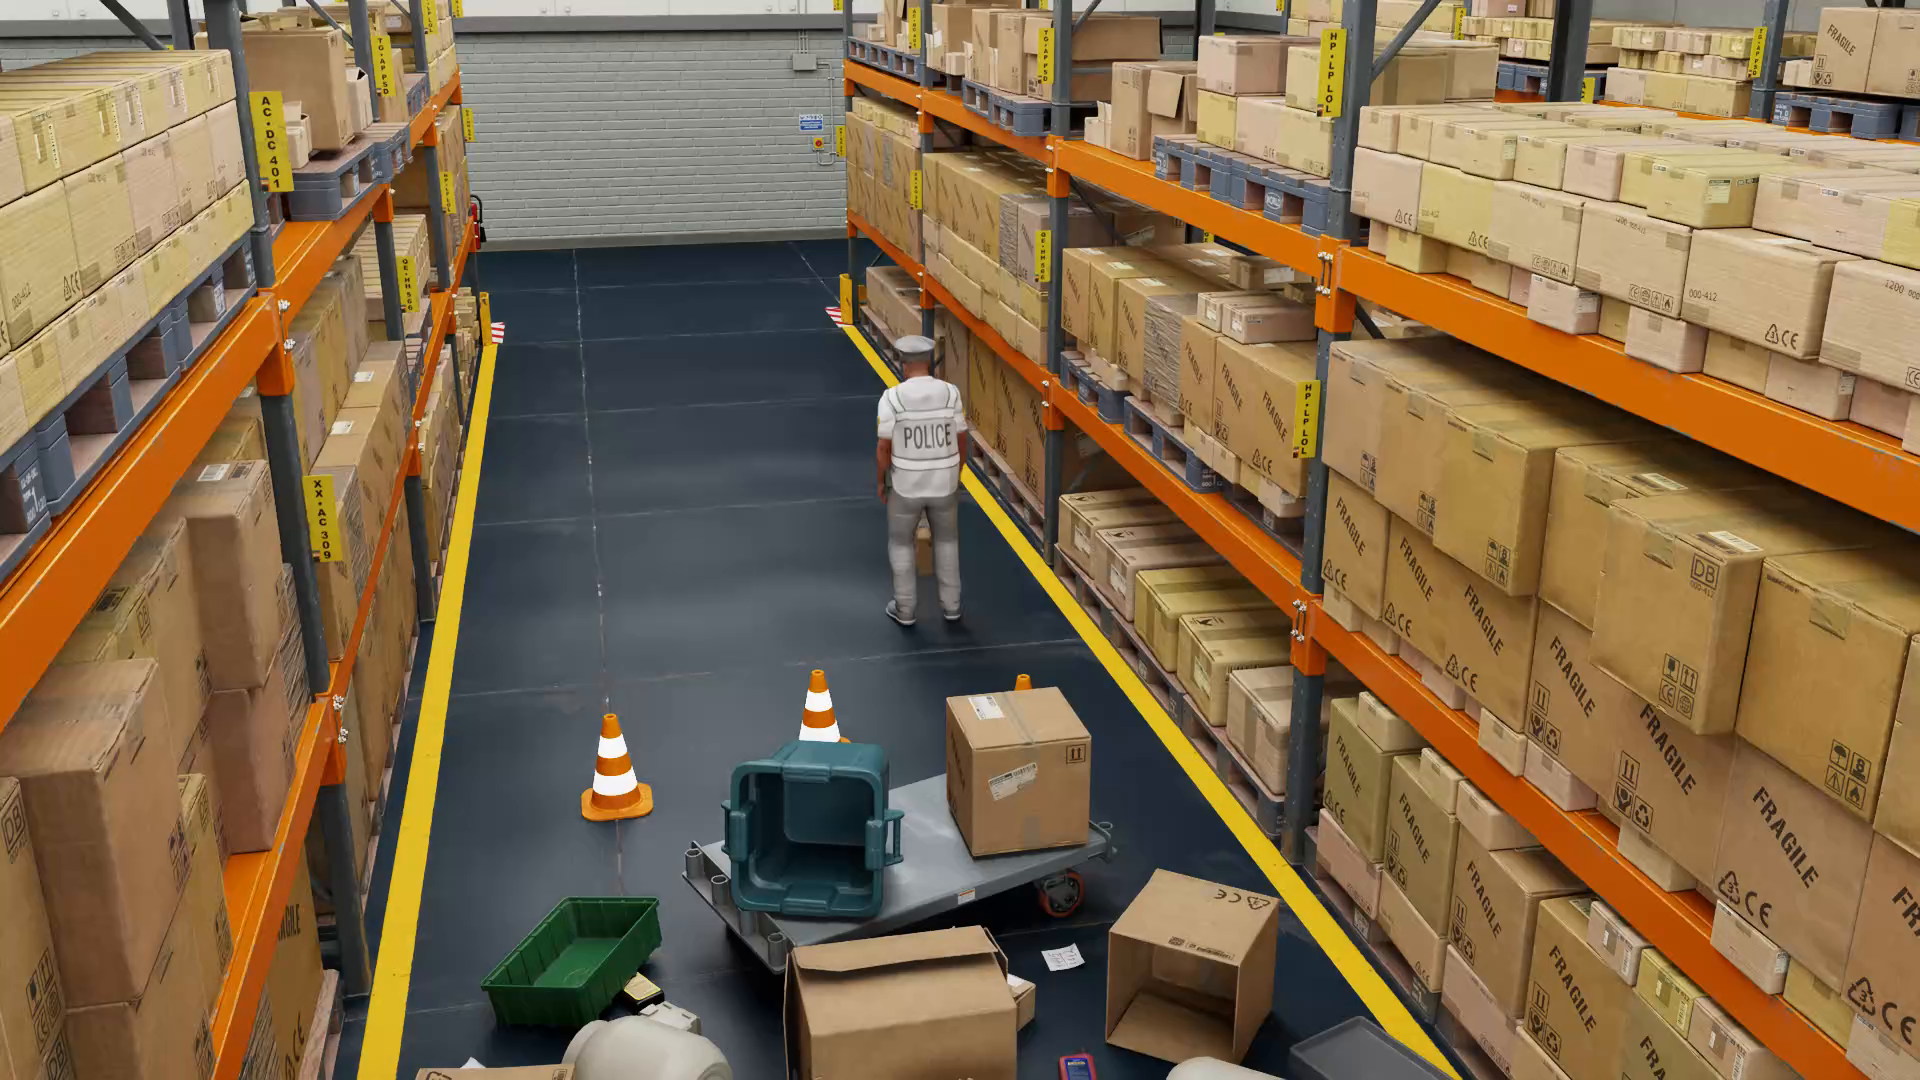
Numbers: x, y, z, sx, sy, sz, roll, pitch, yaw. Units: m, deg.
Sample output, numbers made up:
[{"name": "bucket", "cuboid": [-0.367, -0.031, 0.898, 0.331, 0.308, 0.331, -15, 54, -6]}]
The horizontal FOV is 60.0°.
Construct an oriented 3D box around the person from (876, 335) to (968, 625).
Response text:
[{"name": "person", "cuboid": [-0.227, -0.338, 10.012, 0.568, 1.748, 0.434, -5, 20, -14]}]
